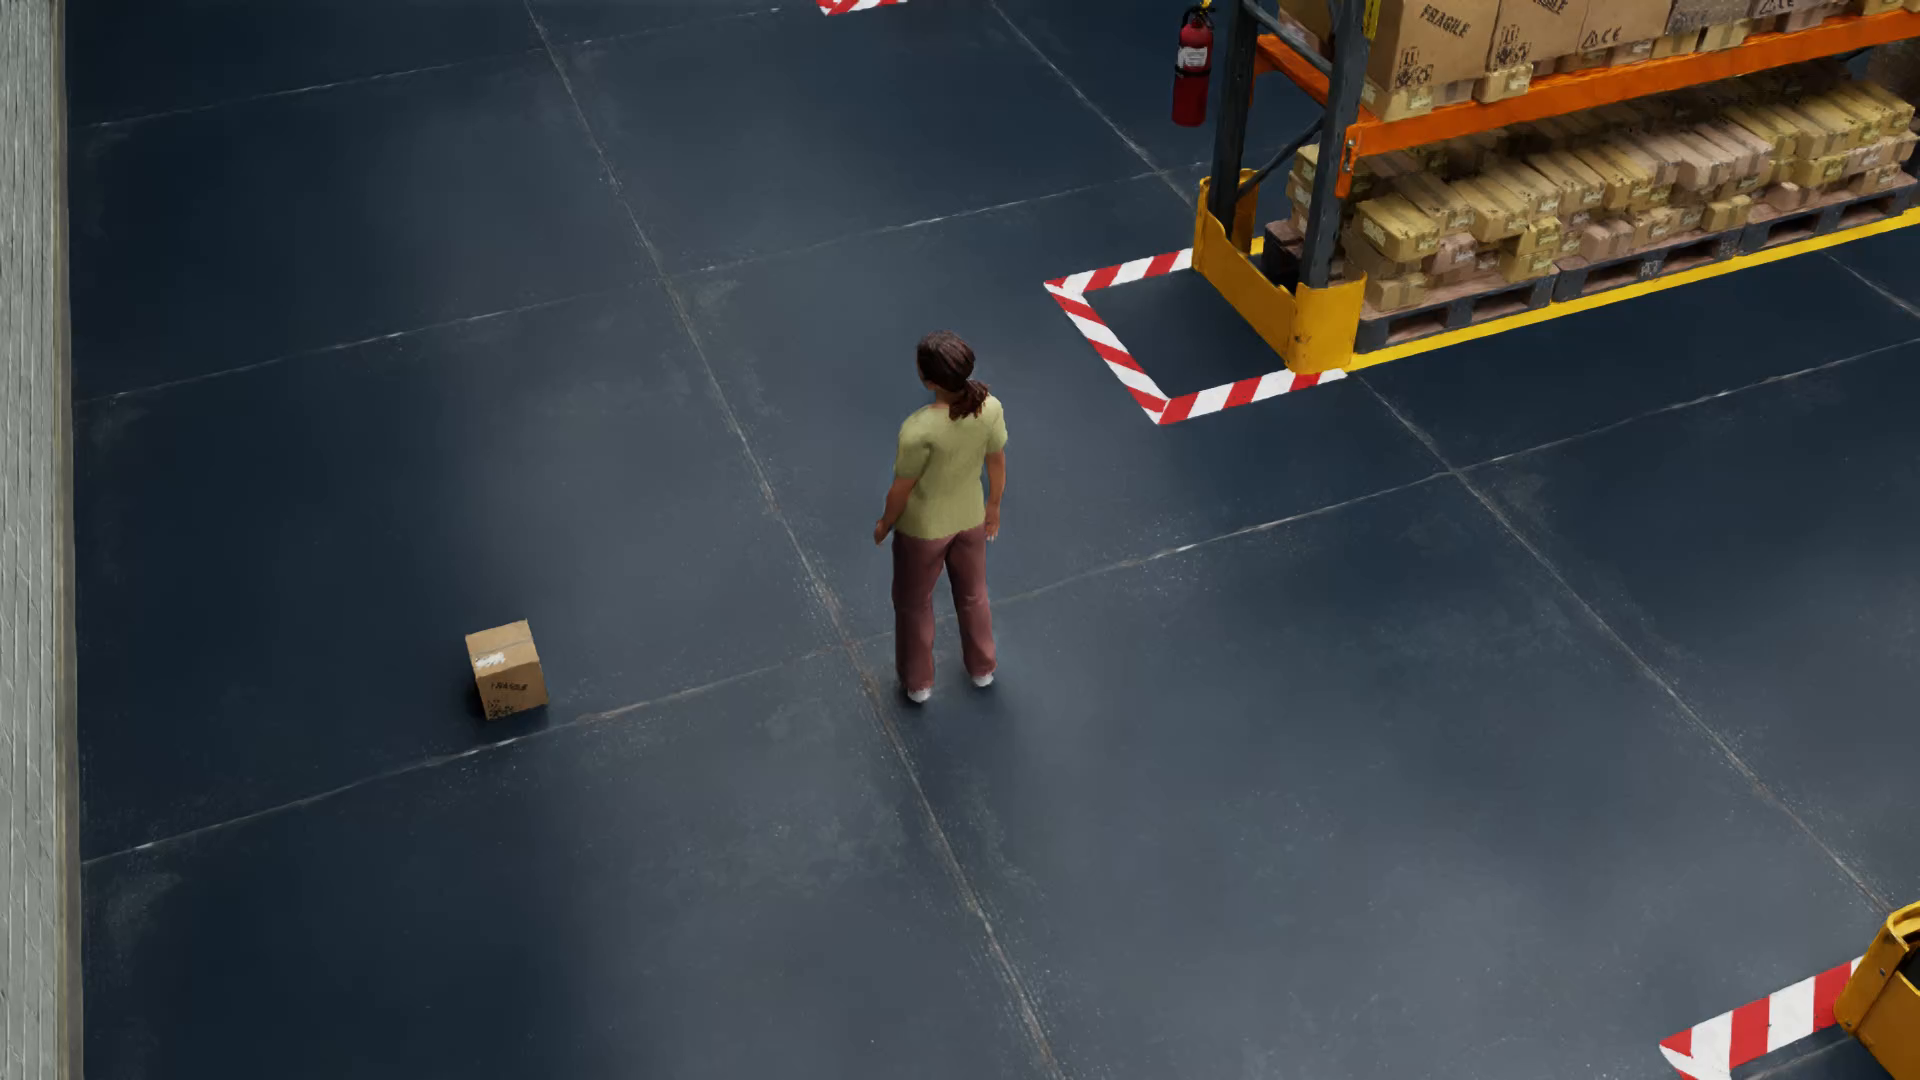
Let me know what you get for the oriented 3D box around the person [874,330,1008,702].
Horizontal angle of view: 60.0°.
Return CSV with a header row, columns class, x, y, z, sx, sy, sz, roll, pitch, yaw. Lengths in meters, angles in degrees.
class,x,y,z,sx,sy,sz,roll,pitch,yaw
person,-0.072,-0.075,6.210,0.494,1.681,0.371,-22,46,-23
